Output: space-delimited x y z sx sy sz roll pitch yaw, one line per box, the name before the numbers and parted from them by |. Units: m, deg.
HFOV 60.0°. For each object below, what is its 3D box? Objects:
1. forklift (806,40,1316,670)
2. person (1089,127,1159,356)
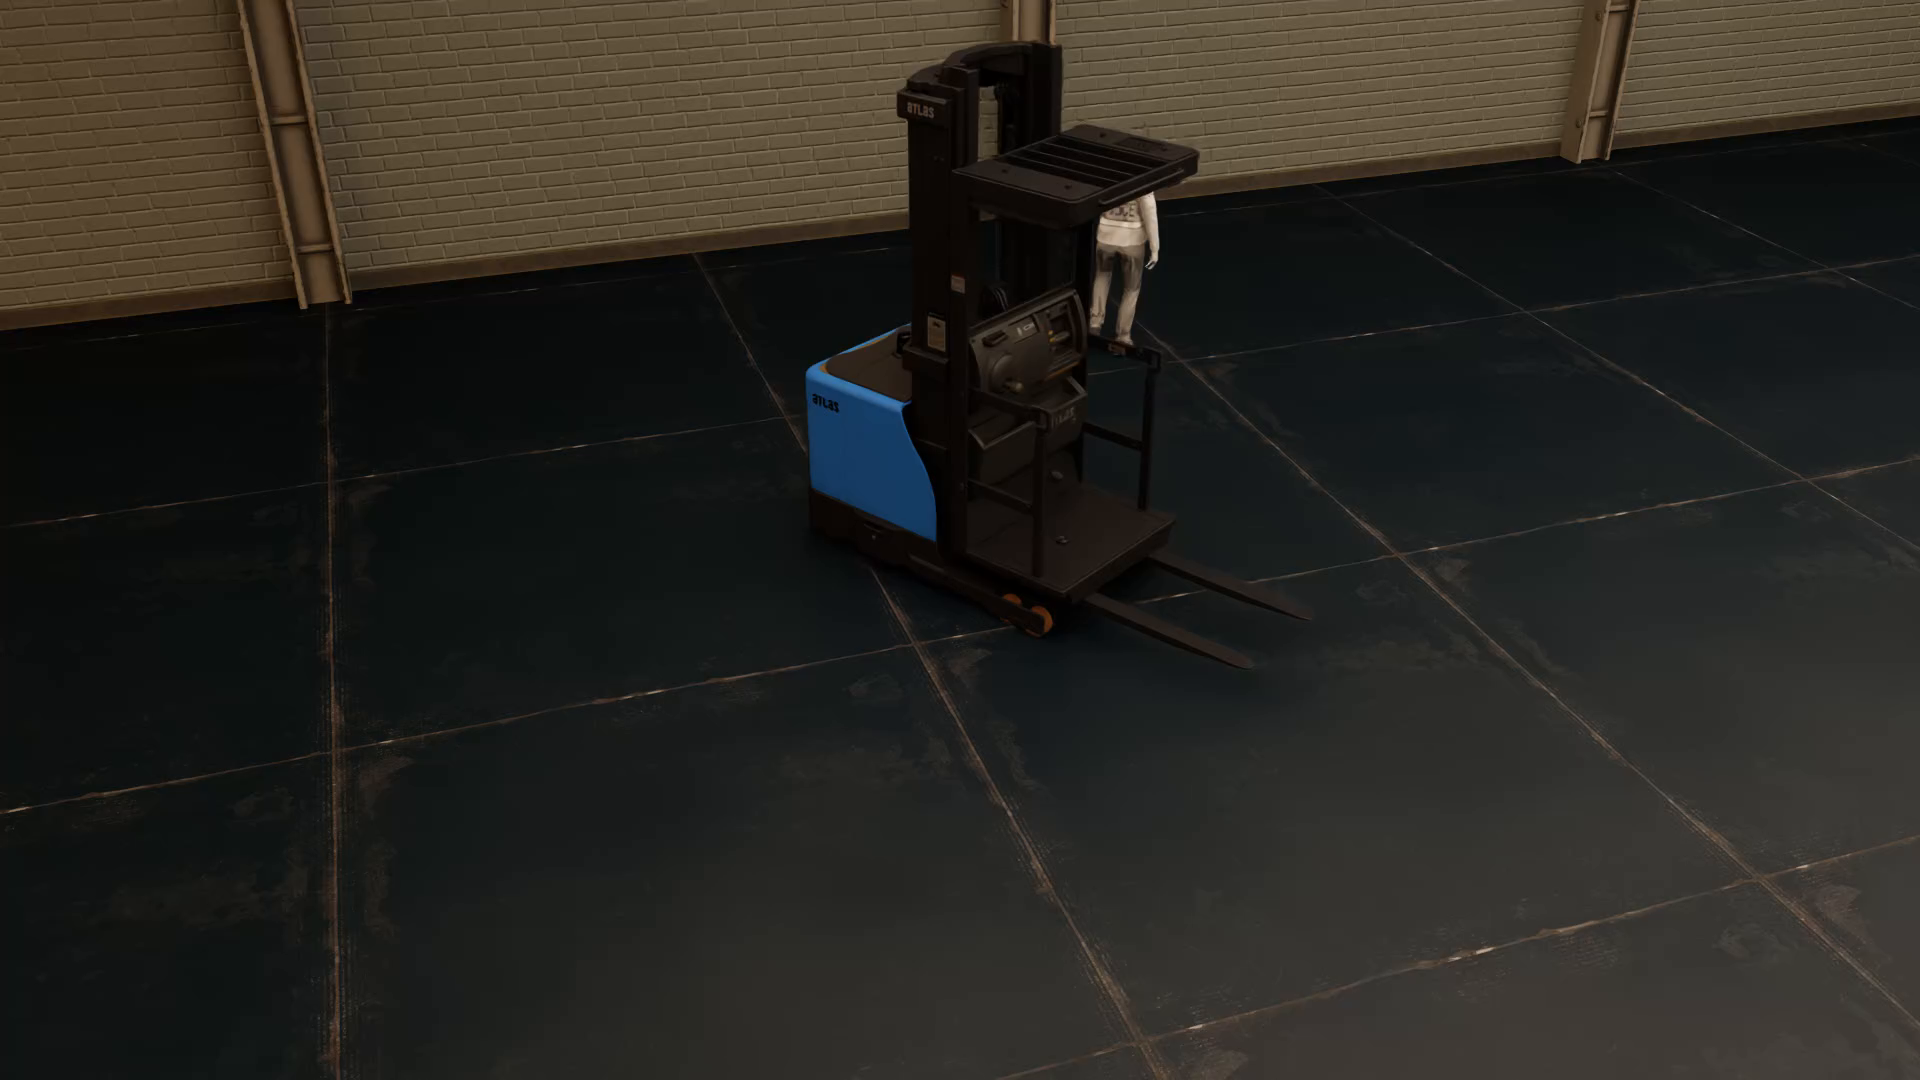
forklift | 0.537 -1.038 8.892 3.031 2.935 1.130 23 37 34
person | 1.183 -2.187 12.174 0.611 1.653 0.440 11 32 19
